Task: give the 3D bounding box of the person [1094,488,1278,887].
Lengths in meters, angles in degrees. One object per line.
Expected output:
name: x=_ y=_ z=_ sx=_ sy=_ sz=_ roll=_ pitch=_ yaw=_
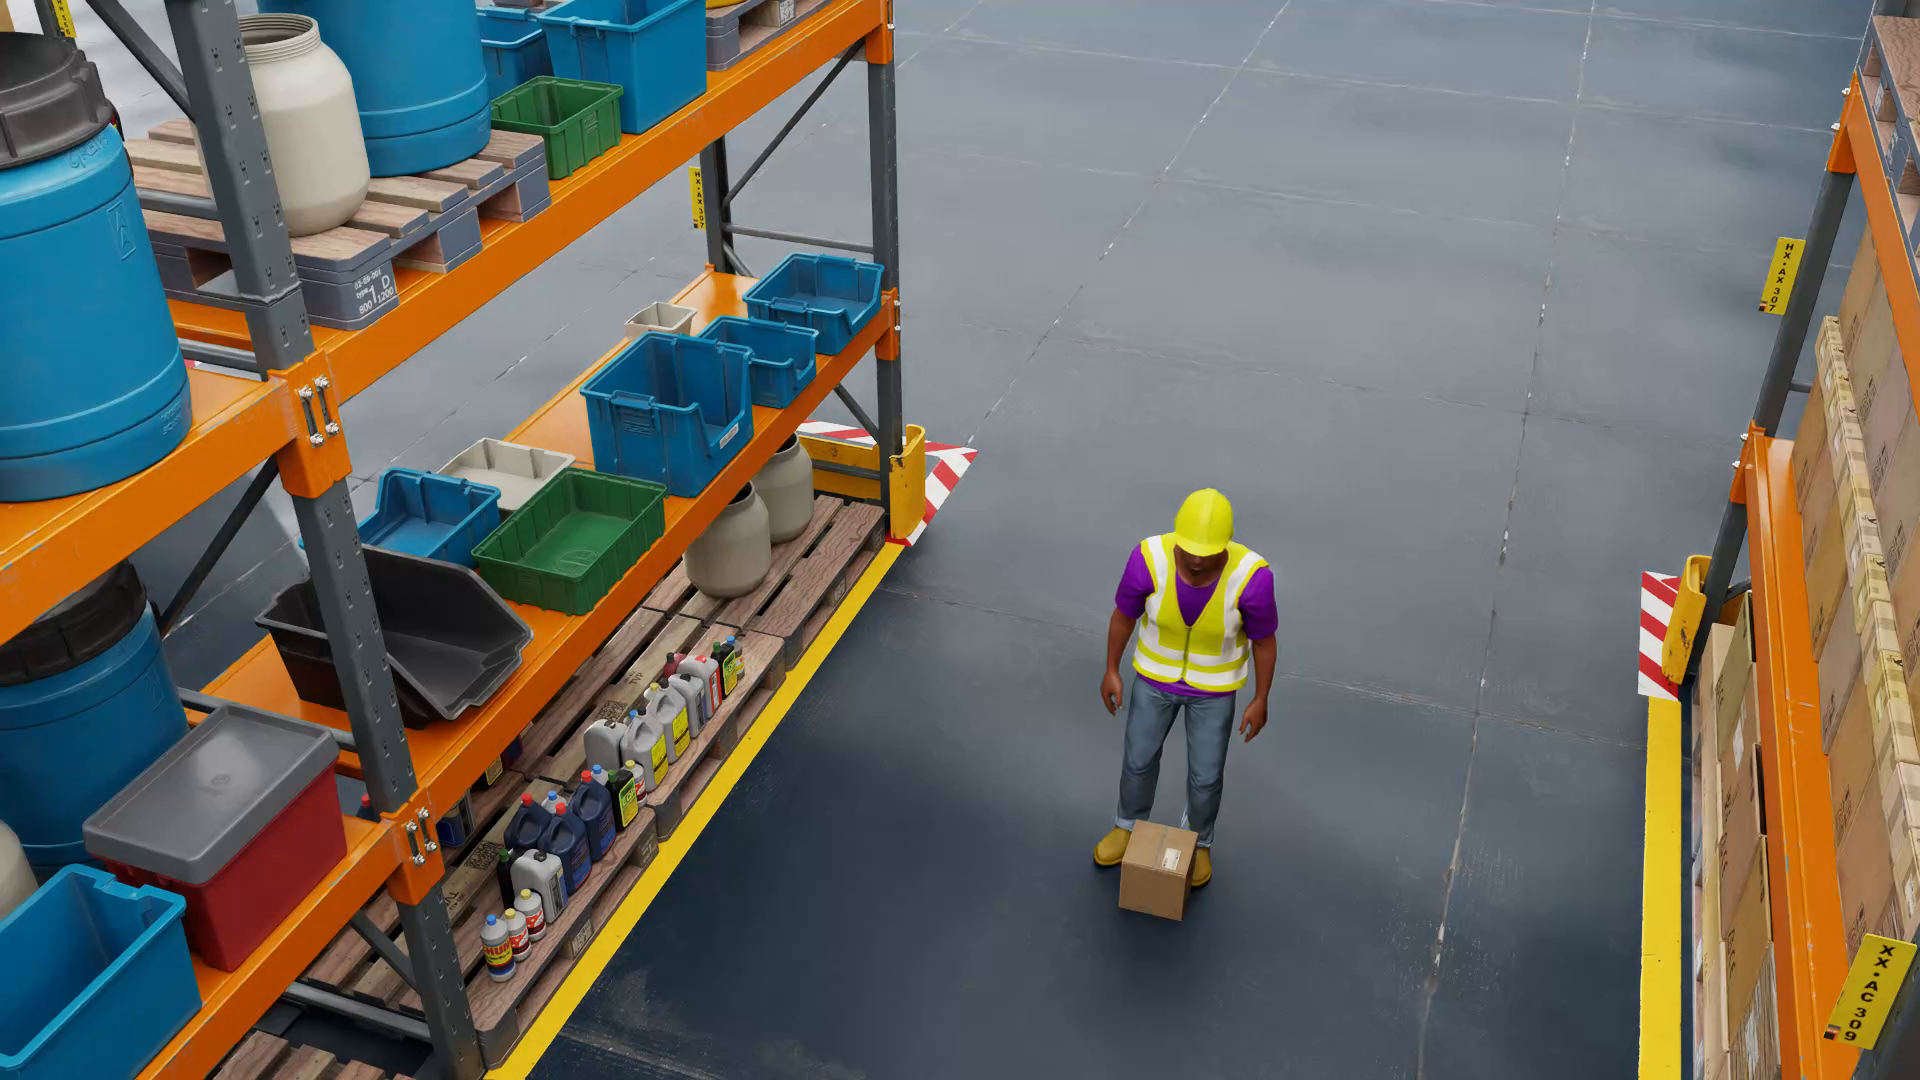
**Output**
person: x=0.854 y=0.546 z=6.284 sx=0.637 sy=1.761 sz=0.455 roll=10 pitch=34 yaw=15
